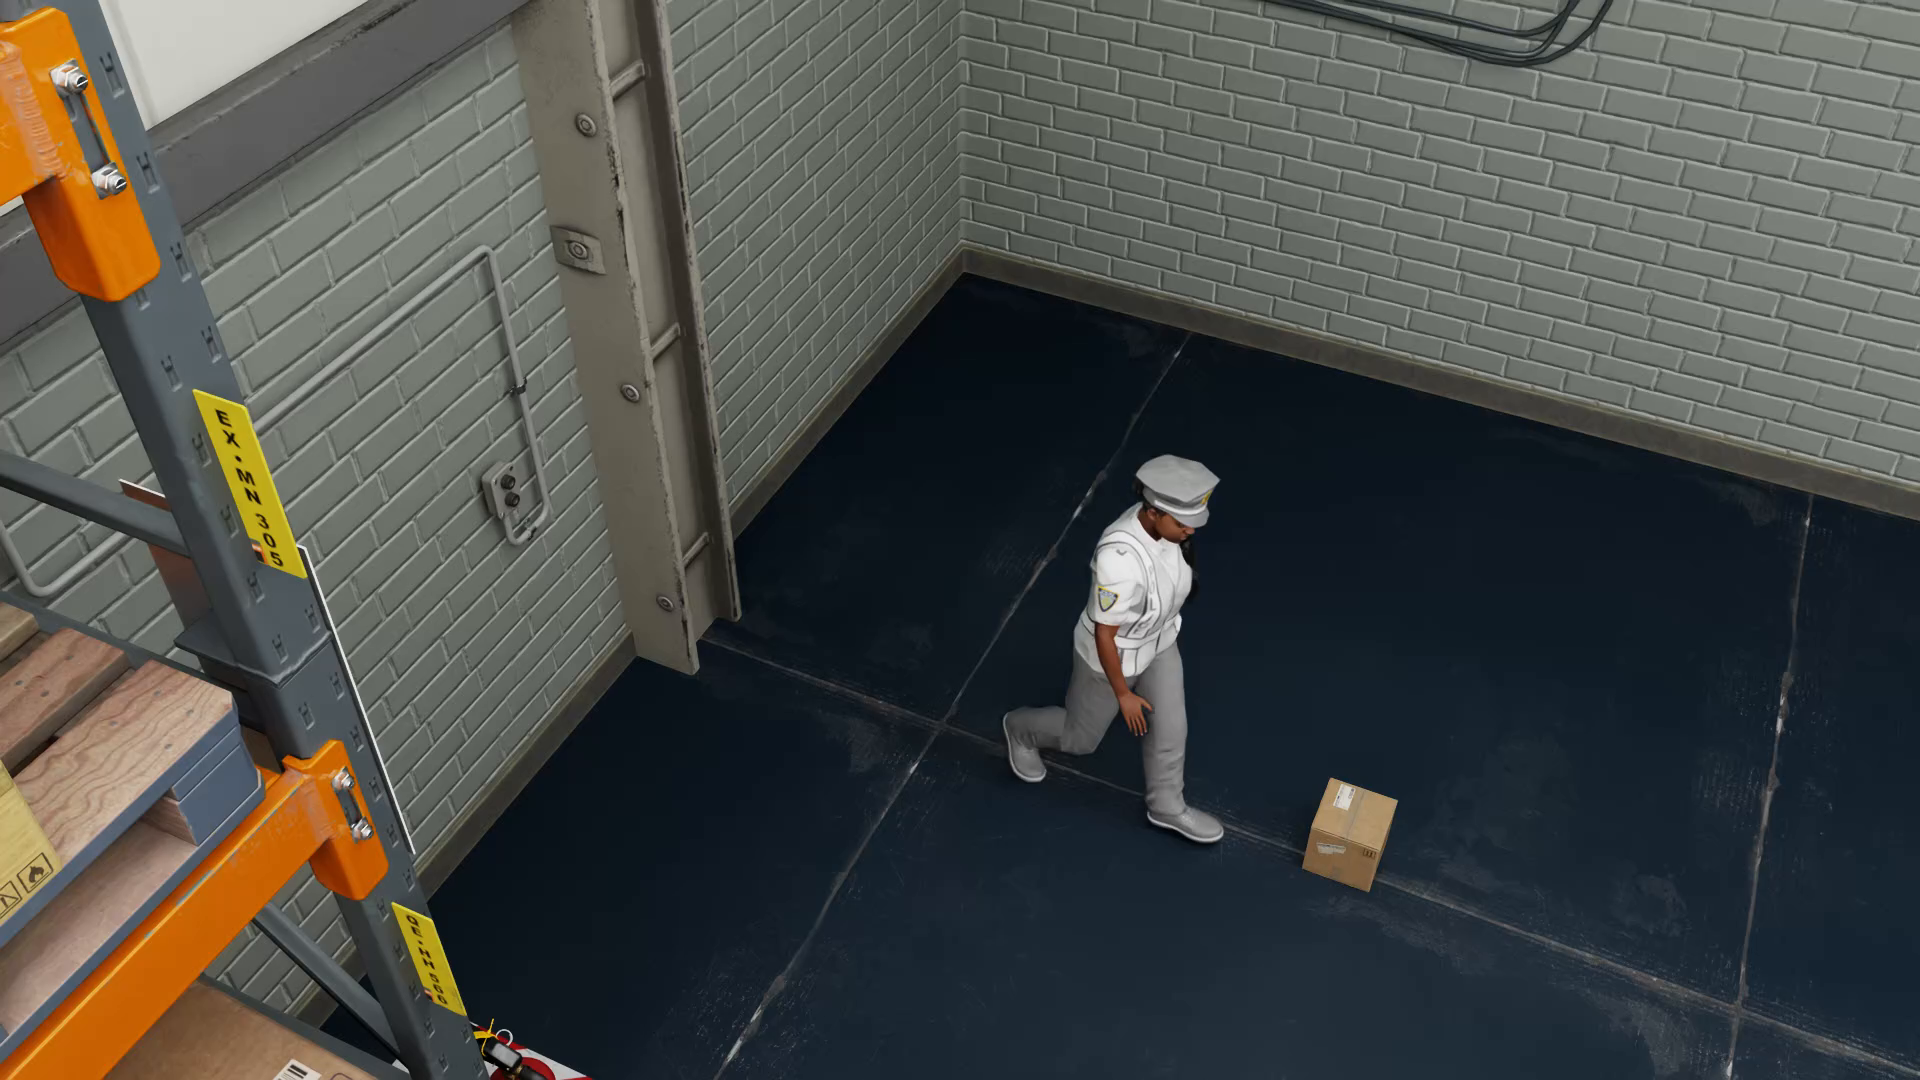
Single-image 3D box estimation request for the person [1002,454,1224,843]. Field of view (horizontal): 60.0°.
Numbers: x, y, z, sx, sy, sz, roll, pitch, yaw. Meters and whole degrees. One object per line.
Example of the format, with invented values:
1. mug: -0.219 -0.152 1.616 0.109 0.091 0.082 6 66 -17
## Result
1. person: 0.562 0.363 5.753 0.894 1.622 0.461 33 51 31
